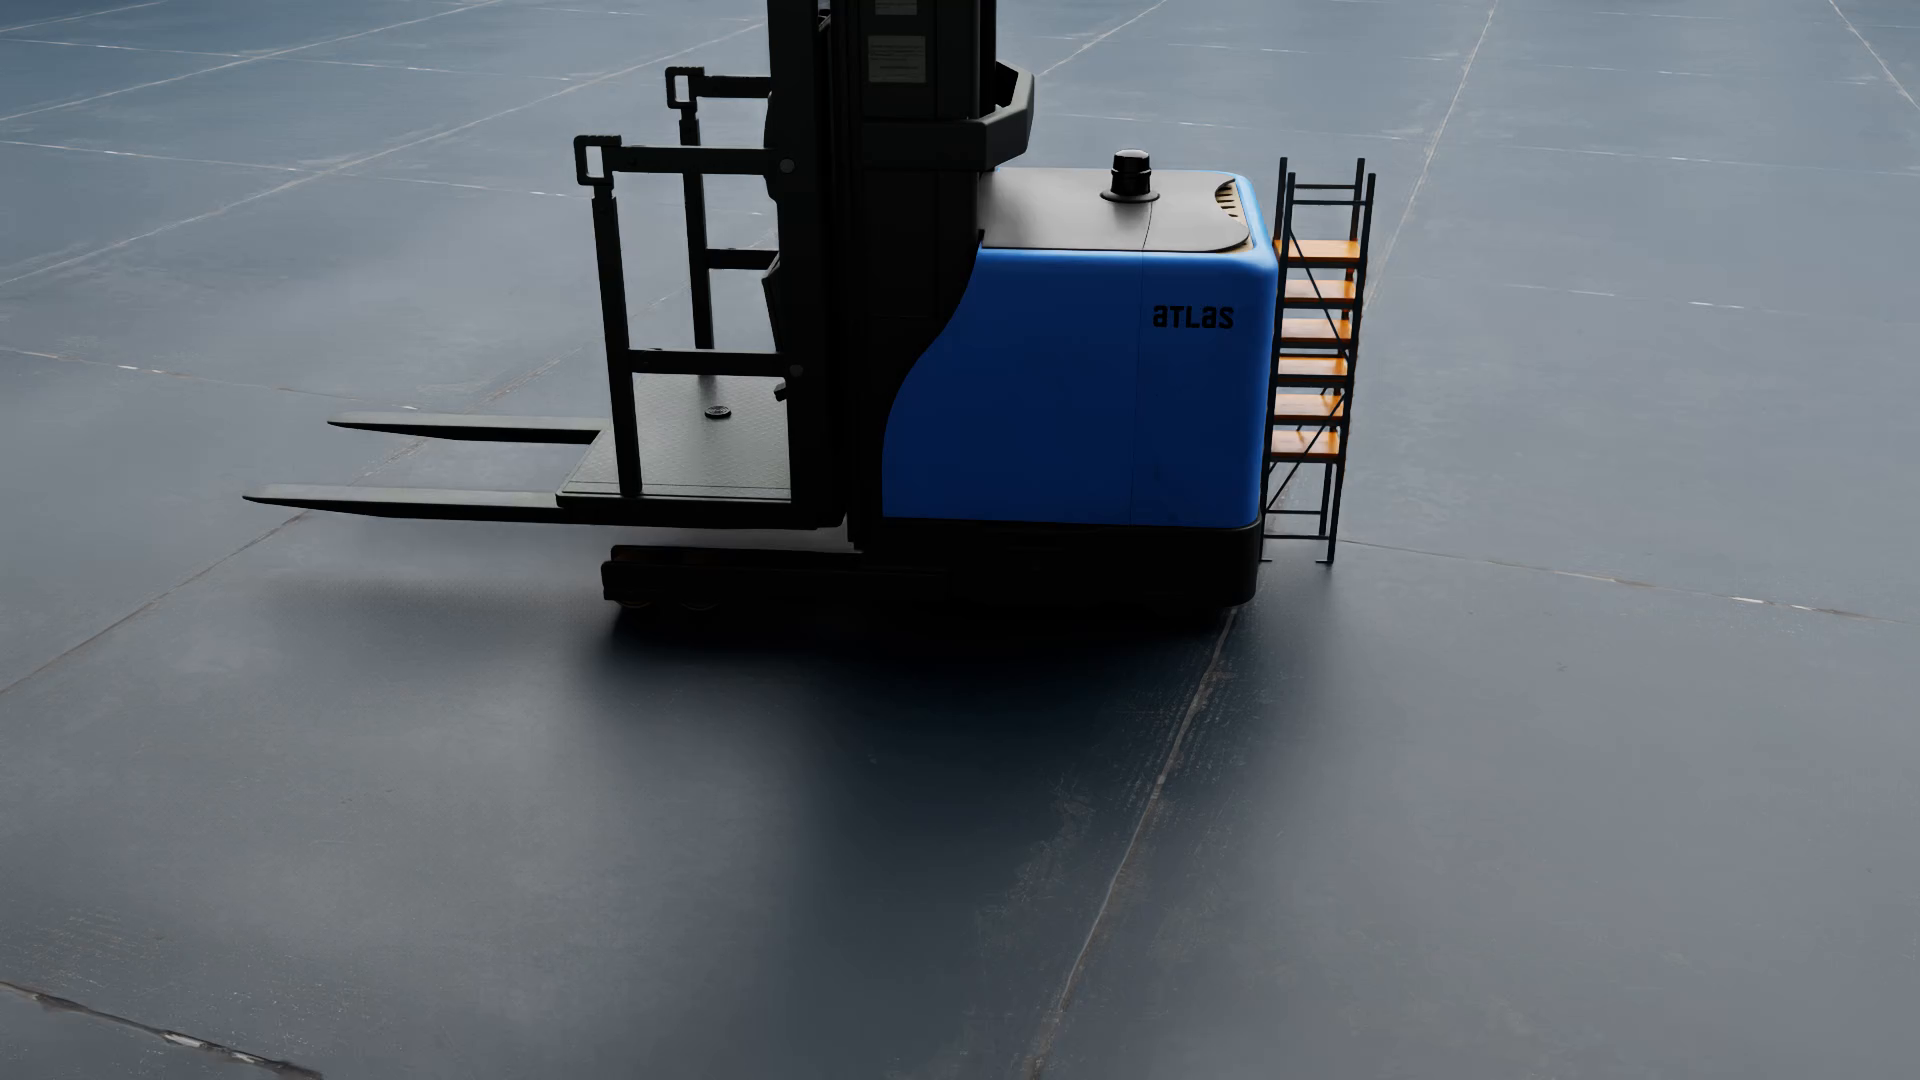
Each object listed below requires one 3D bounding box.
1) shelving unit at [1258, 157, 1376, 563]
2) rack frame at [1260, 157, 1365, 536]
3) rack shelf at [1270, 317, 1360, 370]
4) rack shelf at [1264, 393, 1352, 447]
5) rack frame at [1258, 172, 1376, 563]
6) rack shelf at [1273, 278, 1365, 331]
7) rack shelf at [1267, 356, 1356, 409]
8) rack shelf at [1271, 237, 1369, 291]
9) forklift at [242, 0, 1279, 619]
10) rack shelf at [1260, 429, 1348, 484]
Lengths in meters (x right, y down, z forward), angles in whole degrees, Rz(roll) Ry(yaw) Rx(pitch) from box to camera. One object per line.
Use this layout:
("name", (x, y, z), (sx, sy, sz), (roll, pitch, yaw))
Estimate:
("shelving unit", (1.032, -0.513, 4.933), (0.258, 1.200, 0.189), (1, 26, 3))
("rack frame", (1.037, -0.553, 5.016), (0.240, 1.200, 0.006), (1, 26, 3))
("rack shelf", (1.032, -0.581, 4.900), (0.258, 0.103, 0.180), (1, 26, 3))
("rack shelf", (1.032, -0.365, 5.005), (0.258, 0.103, 0.180), (1, 26, 3))
("rack frame", (1.027, -0.473, 4.851), (0.240, 1.200, 0.006), (1, 26, 3))
("rack shelf", (1.032, -0.689, 4.848), (0.258, 0.103, 0.180), (1, 26, 3))
("rack shelf", (1.032, -0.473, 4.953), (0.258, 0.103, 0.180), (1, 26, 3))
("rack shelf", (1.032, -0.797, 4.796), (0.258, 0.103, 0.180), (1, 26, 3))
("forklift", (-0.629, -1.341, 4.656), (3.031, 2.935, 1.130), (2, 26, 4))
("rack shelf", (1.032, -0.257, 5.057), (0.258, 0.103, 0.180), (1, 26, 3))
